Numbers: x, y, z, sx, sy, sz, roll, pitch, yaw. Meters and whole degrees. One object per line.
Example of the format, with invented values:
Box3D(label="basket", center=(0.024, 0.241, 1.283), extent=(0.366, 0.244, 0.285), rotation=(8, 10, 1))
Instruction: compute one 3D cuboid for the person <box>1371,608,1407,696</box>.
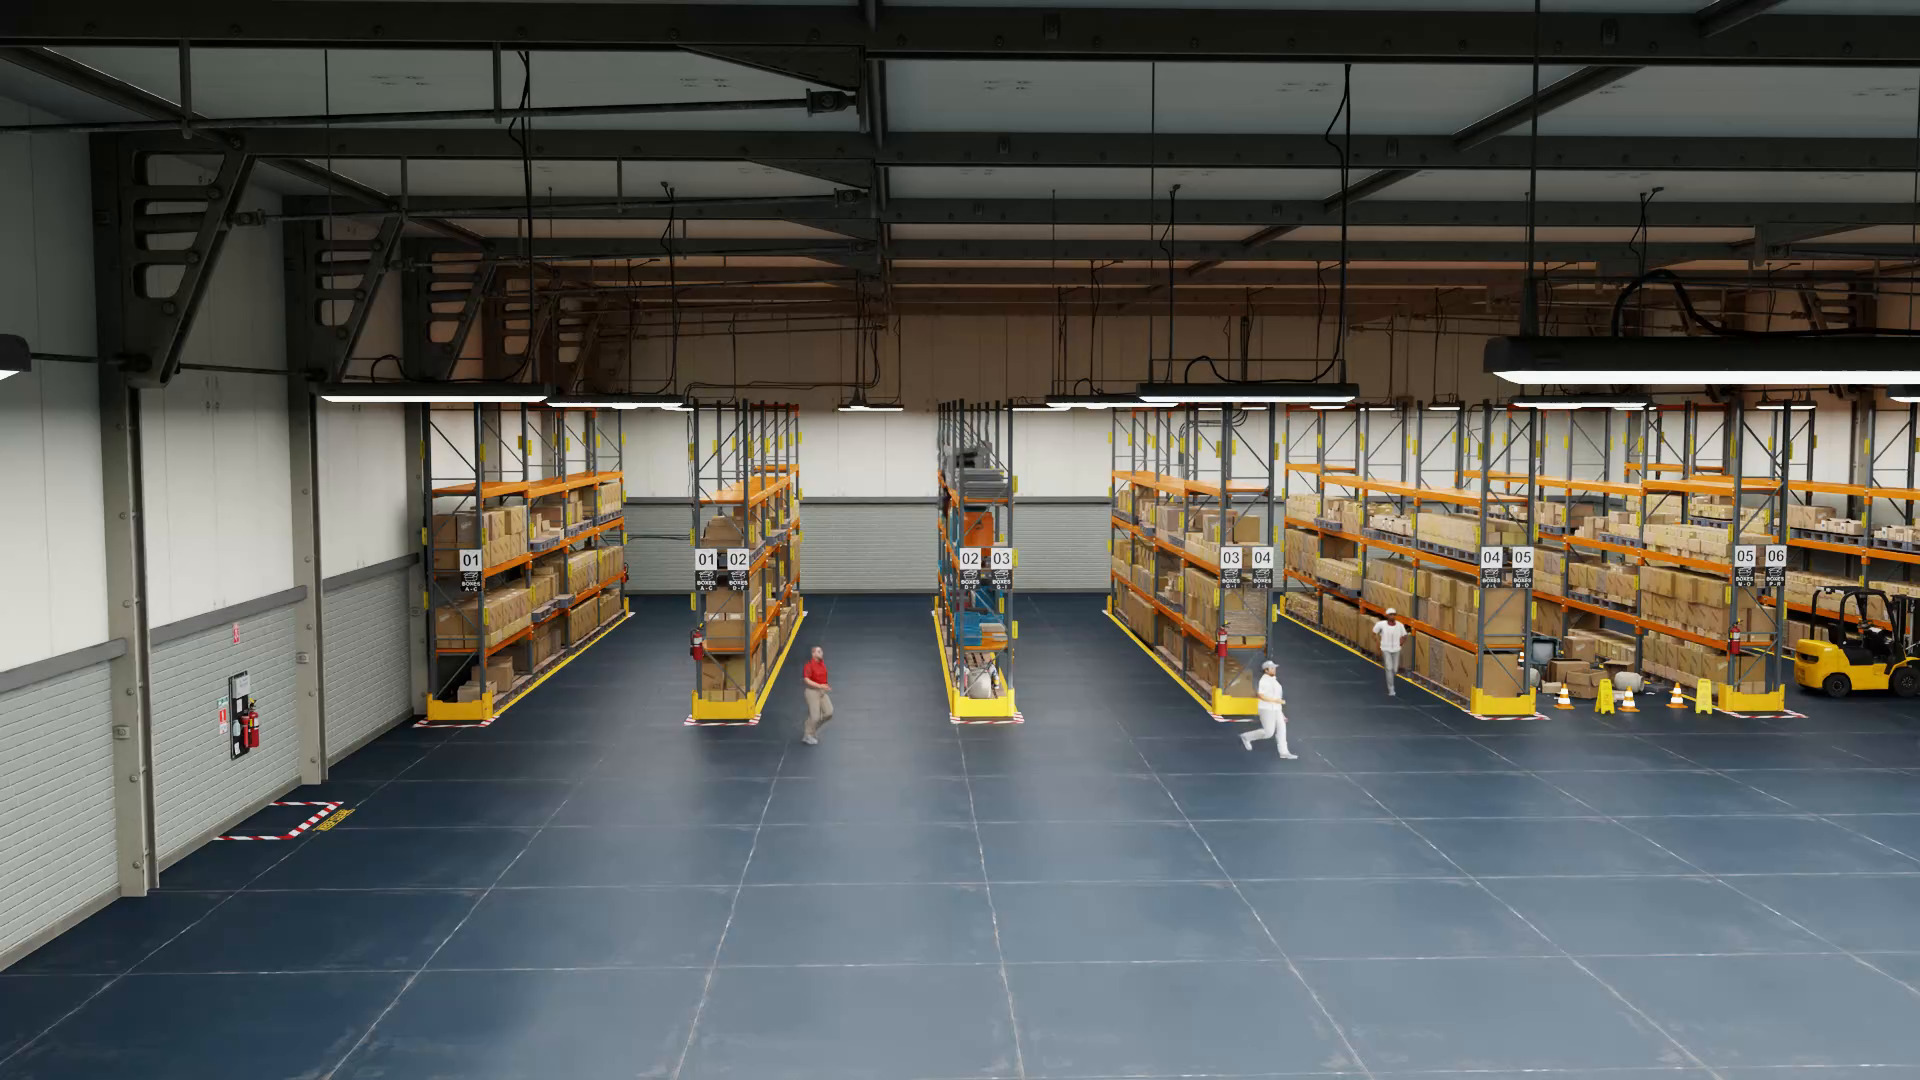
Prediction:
Box3D(label="person", center=(8.793, 2.263, 33.994), extent=(0.706, 1.767, 0.826), rotation=(0, 4, -1))

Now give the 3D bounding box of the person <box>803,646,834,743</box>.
Box3D(label="person", center=(-2.443, 2.680, 28.902), extent=(0.615, 1.692, 0.692), rotation=(2, 5, 29))

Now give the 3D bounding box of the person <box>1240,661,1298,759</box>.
Box3D(label="person", center=(5.151, 2.810, 27.577), extent=(0.943, 1.628, 0.621), rotation=(2, 5, 30))
